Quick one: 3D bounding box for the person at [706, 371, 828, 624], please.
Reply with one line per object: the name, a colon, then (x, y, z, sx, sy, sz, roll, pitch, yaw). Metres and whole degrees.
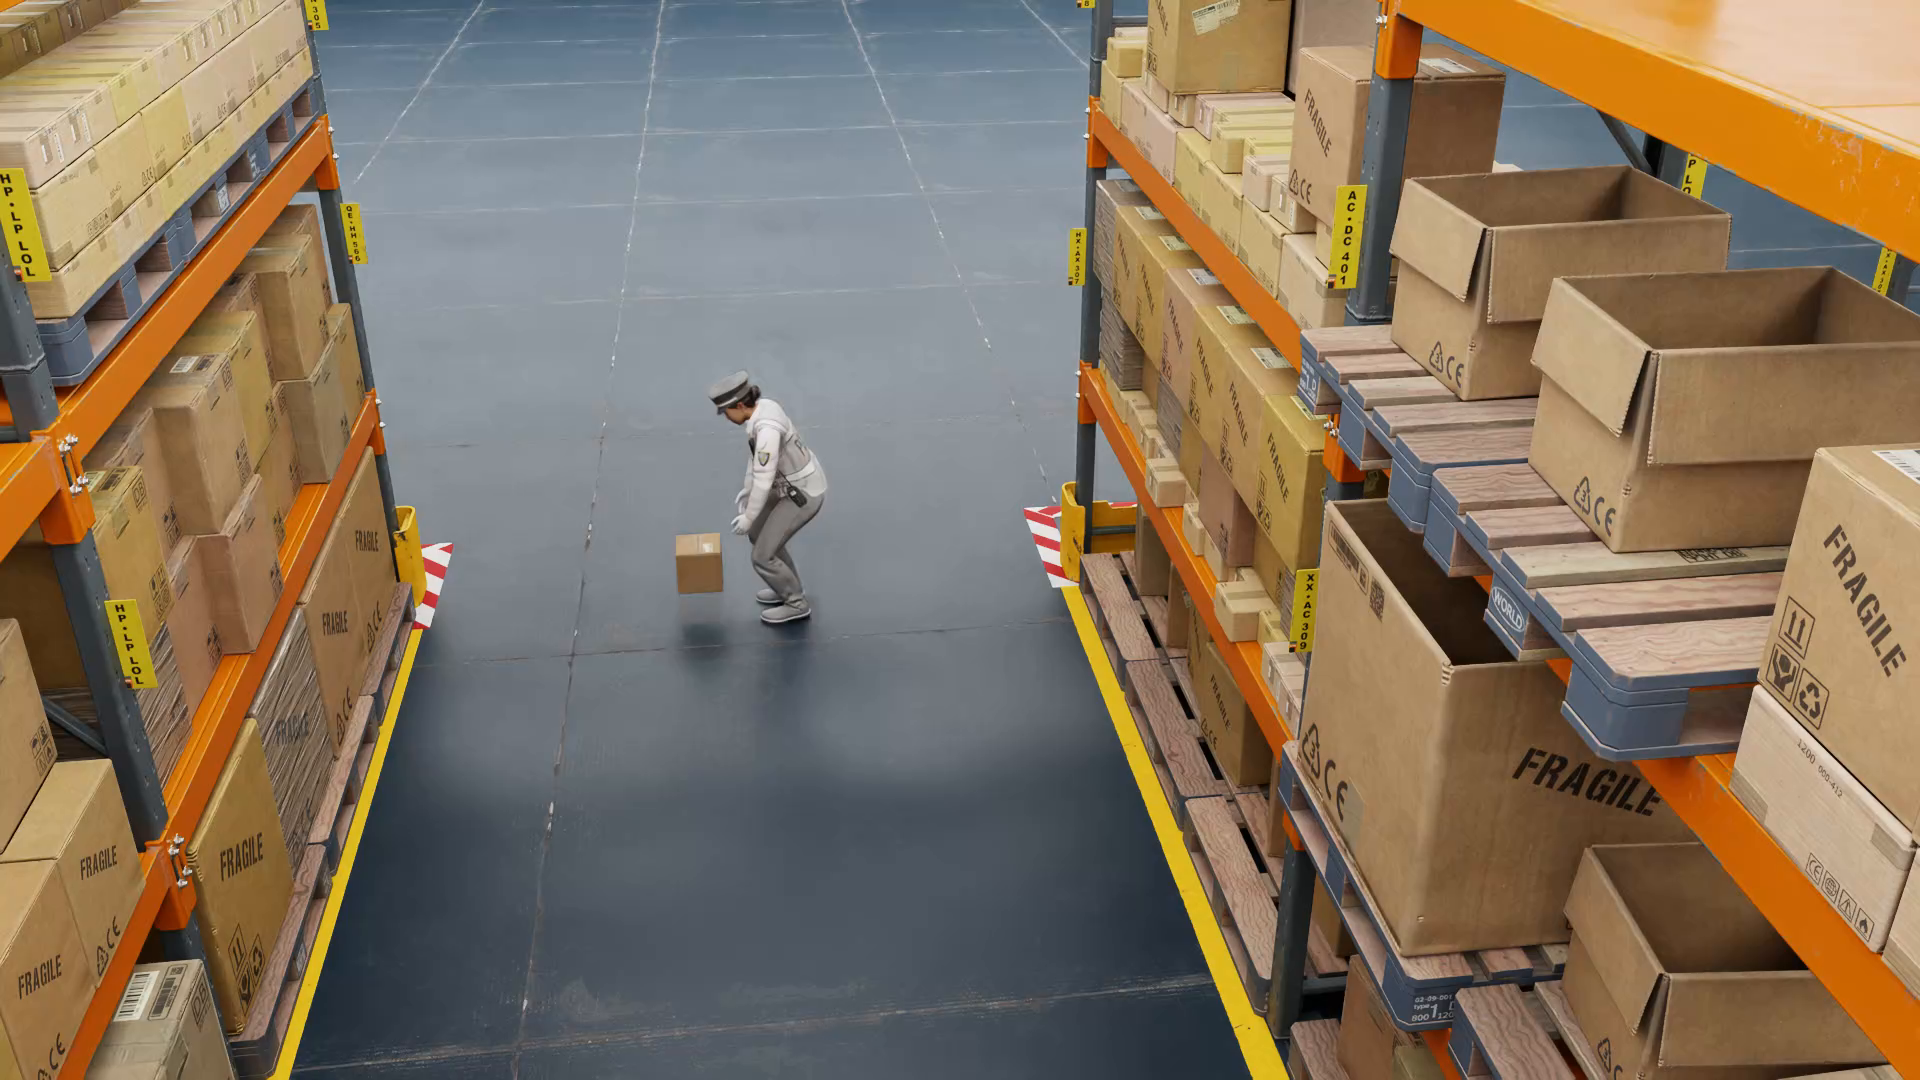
person: (-1.056, -0.239, 9.295, 0.633, 1.479, 0.532, -3, 28, -7)
